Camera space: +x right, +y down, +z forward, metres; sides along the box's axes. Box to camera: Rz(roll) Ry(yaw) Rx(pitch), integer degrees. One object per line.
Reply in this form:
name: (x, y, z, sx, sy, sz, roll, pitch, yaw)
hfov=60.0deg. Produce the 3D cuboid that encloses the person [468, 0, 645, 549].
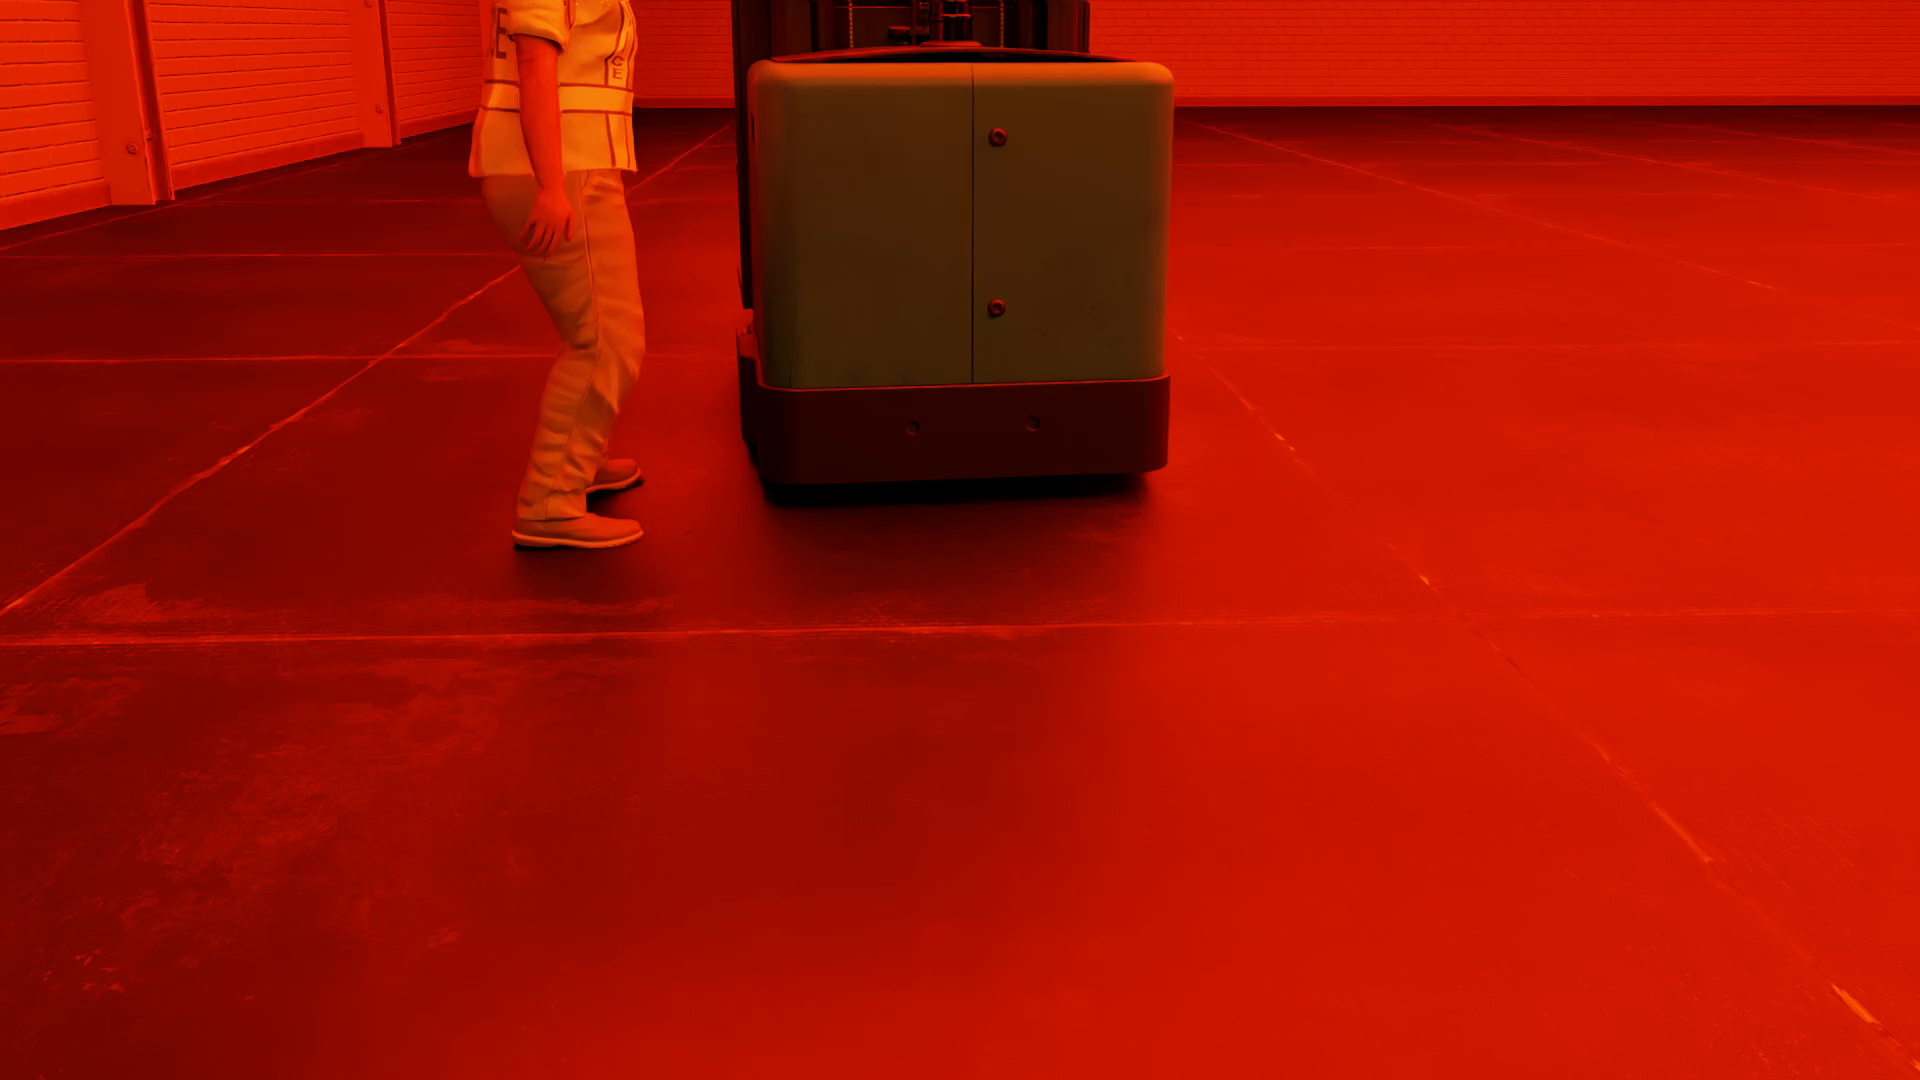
person: (-0.888, -0.821, 3.832, 0.470, 1.638, 0.811, -6, 18, -18)

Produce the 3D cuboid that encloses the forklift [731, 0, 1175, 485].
forklift: (-0.183, -1.924, 5.196, 1.130, 2.935, 3.031, -2, 17, -8)
